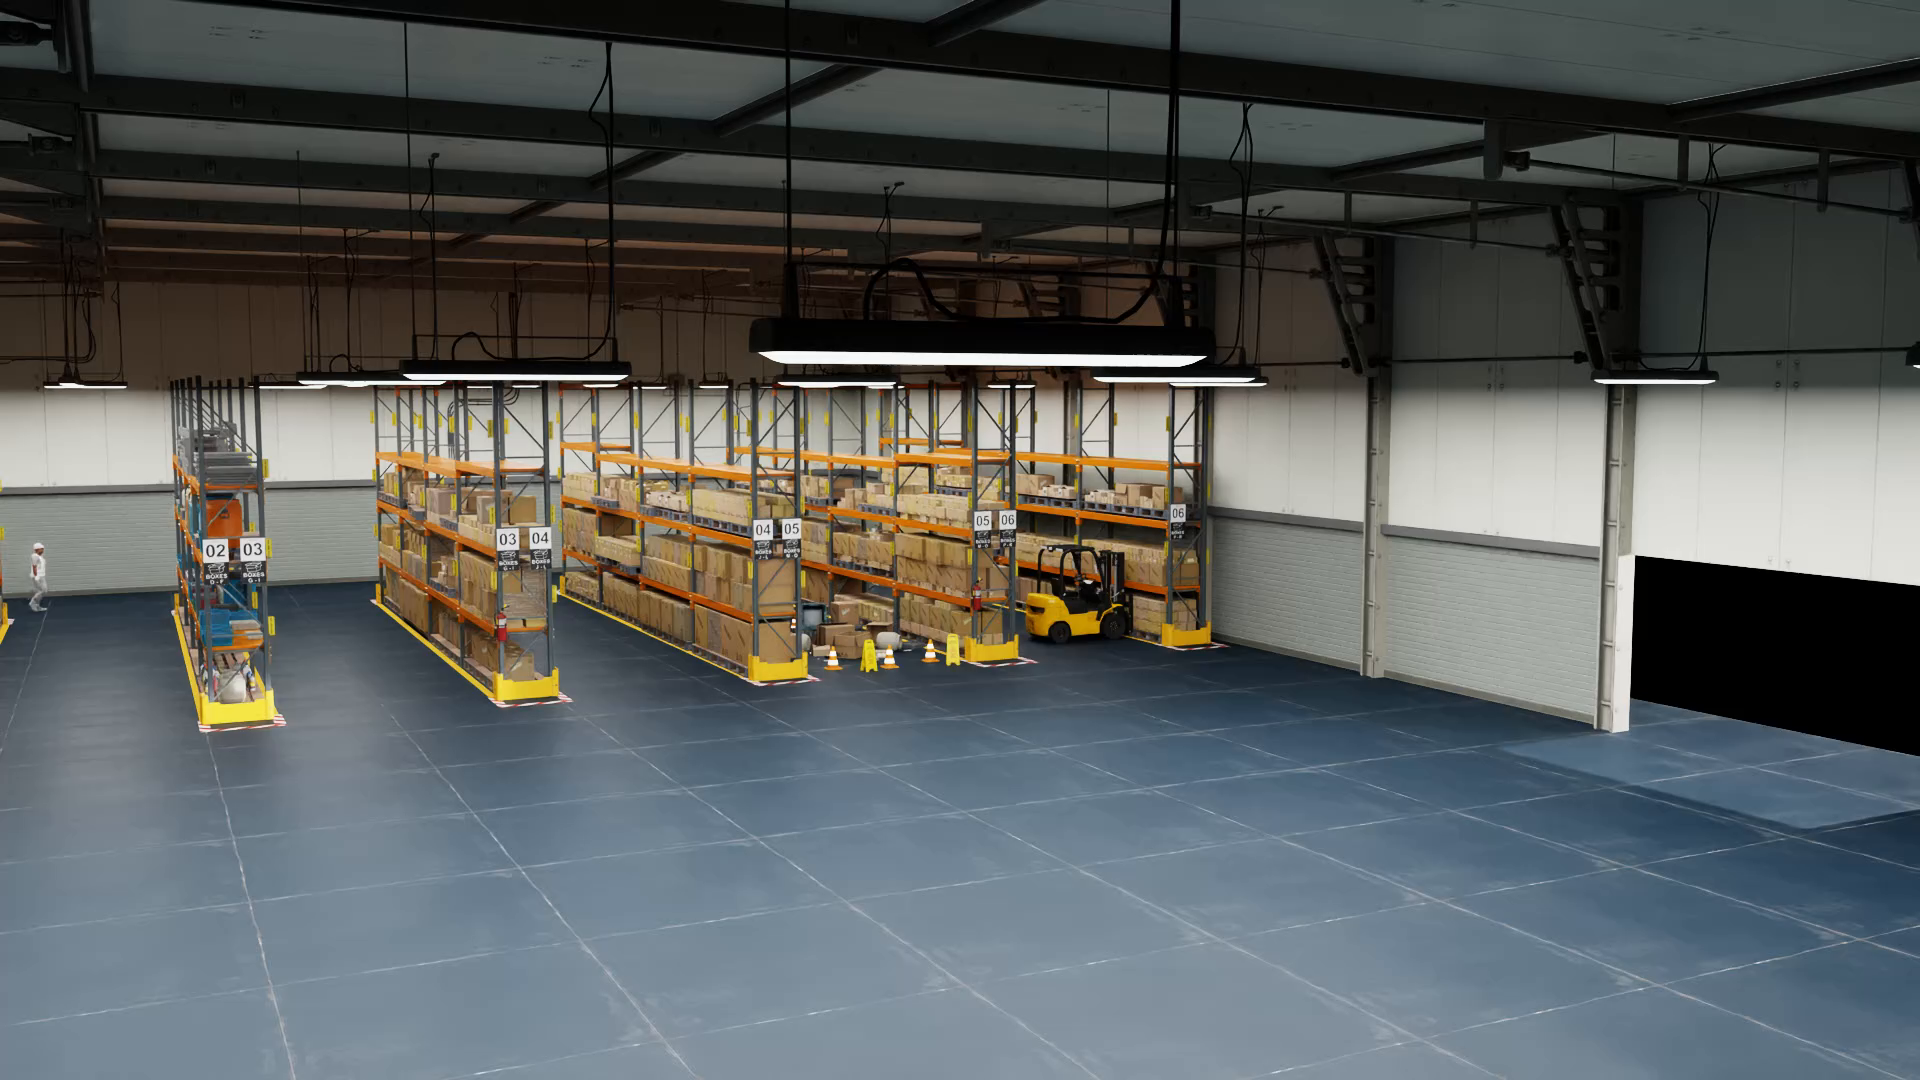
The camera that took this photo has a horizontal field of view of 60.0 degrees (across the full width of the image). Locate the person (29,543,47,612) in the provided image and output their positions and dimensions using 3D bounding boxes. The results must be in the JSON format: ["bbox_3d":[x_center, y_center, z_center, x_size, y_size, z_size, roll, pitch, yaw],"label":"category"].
[{"bbox_3d":[-24.003,0.969,43.266,0.455,1.782,0.598,-2,6,-23],"label":"person"}]

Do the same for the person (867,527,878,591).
[{"bbox_3d":[-2.416,0.522,46.545,0.593,1.768,0.507,-3,6,-29],"label":"person"}]
